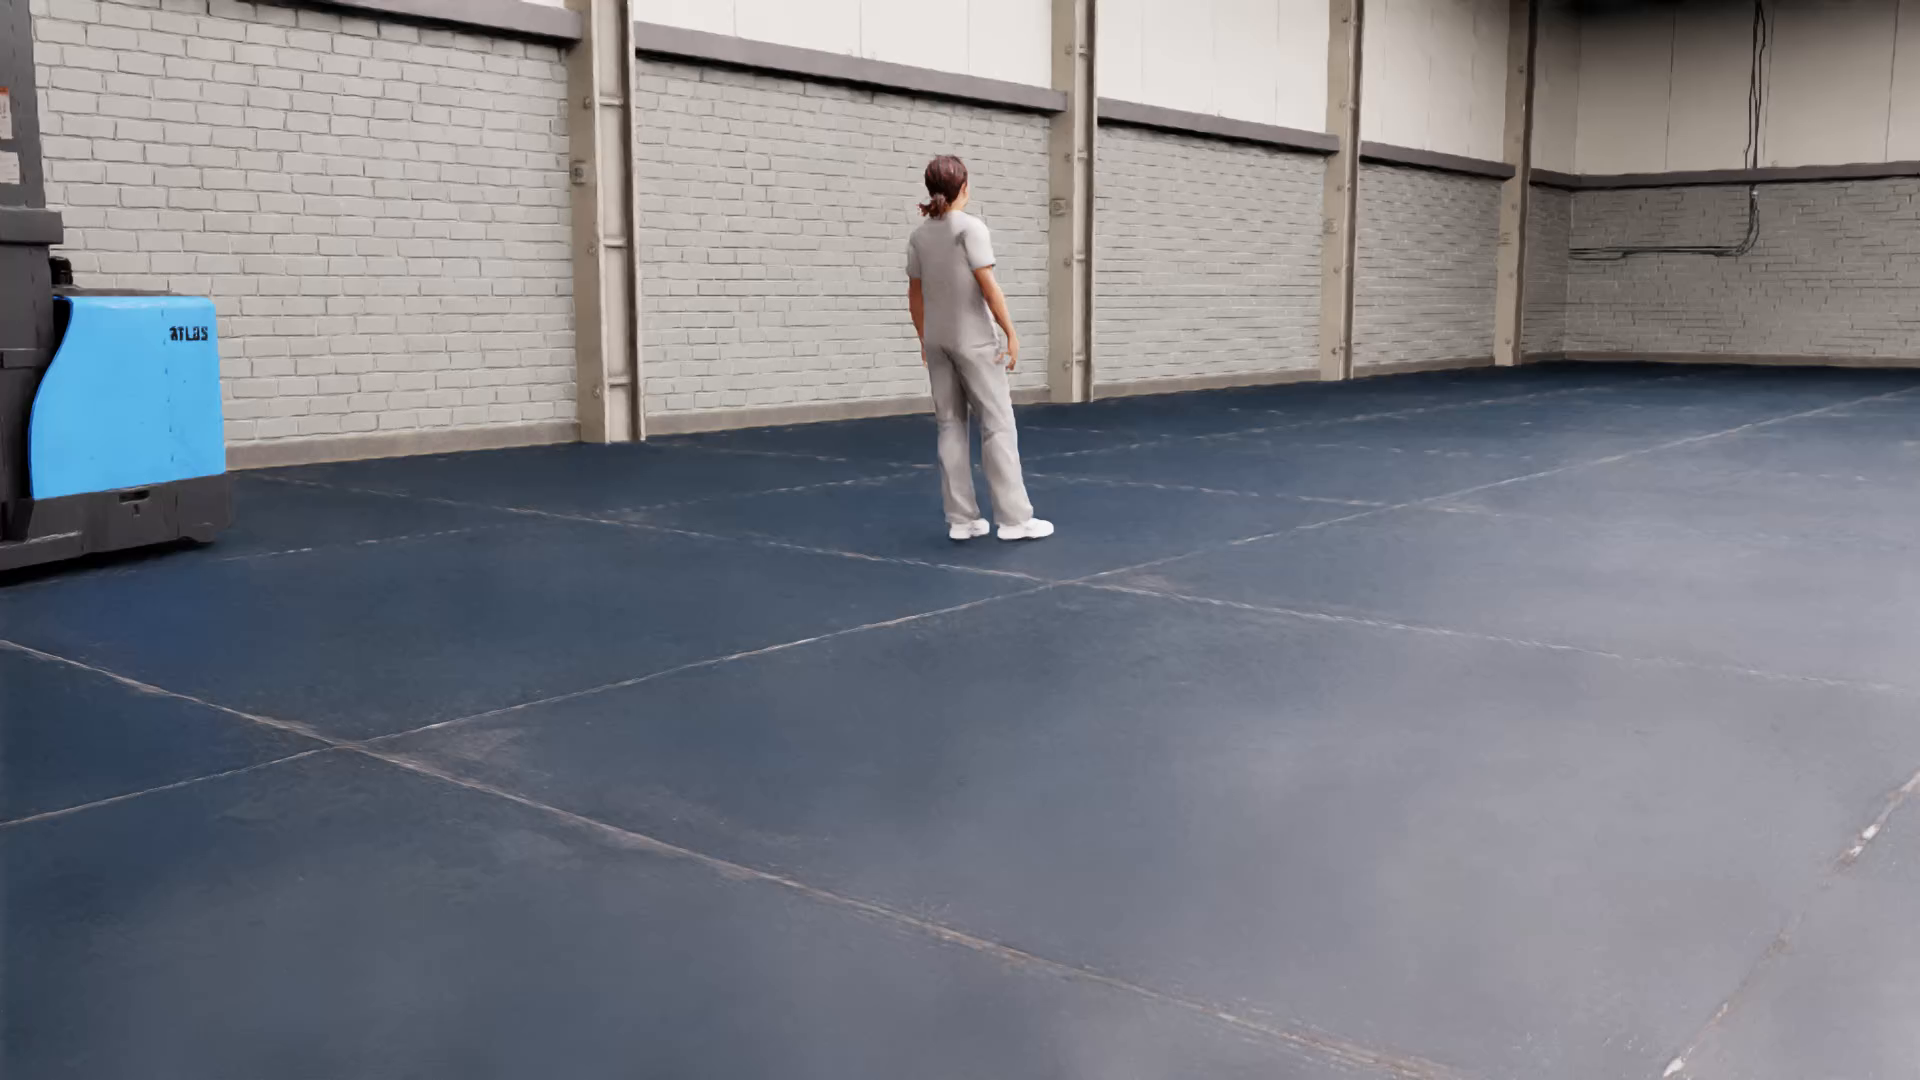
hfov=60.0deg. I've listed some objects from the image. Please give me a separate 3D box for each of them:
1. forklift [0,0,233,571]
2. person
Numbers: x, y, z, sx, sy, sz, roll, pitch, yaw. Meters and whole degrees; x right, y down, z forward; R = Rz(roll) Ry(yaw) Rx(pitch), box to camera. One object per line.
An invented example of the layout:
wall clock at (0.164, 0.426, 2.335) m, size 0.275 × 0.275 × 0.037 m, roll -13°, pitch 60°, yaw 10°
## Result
forklift at (-4.143, -1.258, 5.881) m, size 1.130 × 2.935 × 3.031 m, roll 3°, pitch 9°, yaw 19°
person at (0.062, -0.837, 7.338) m, size 0.550 × 1.660 × 0.532 m, roll 7°, pitch 11°, yaw 38°
